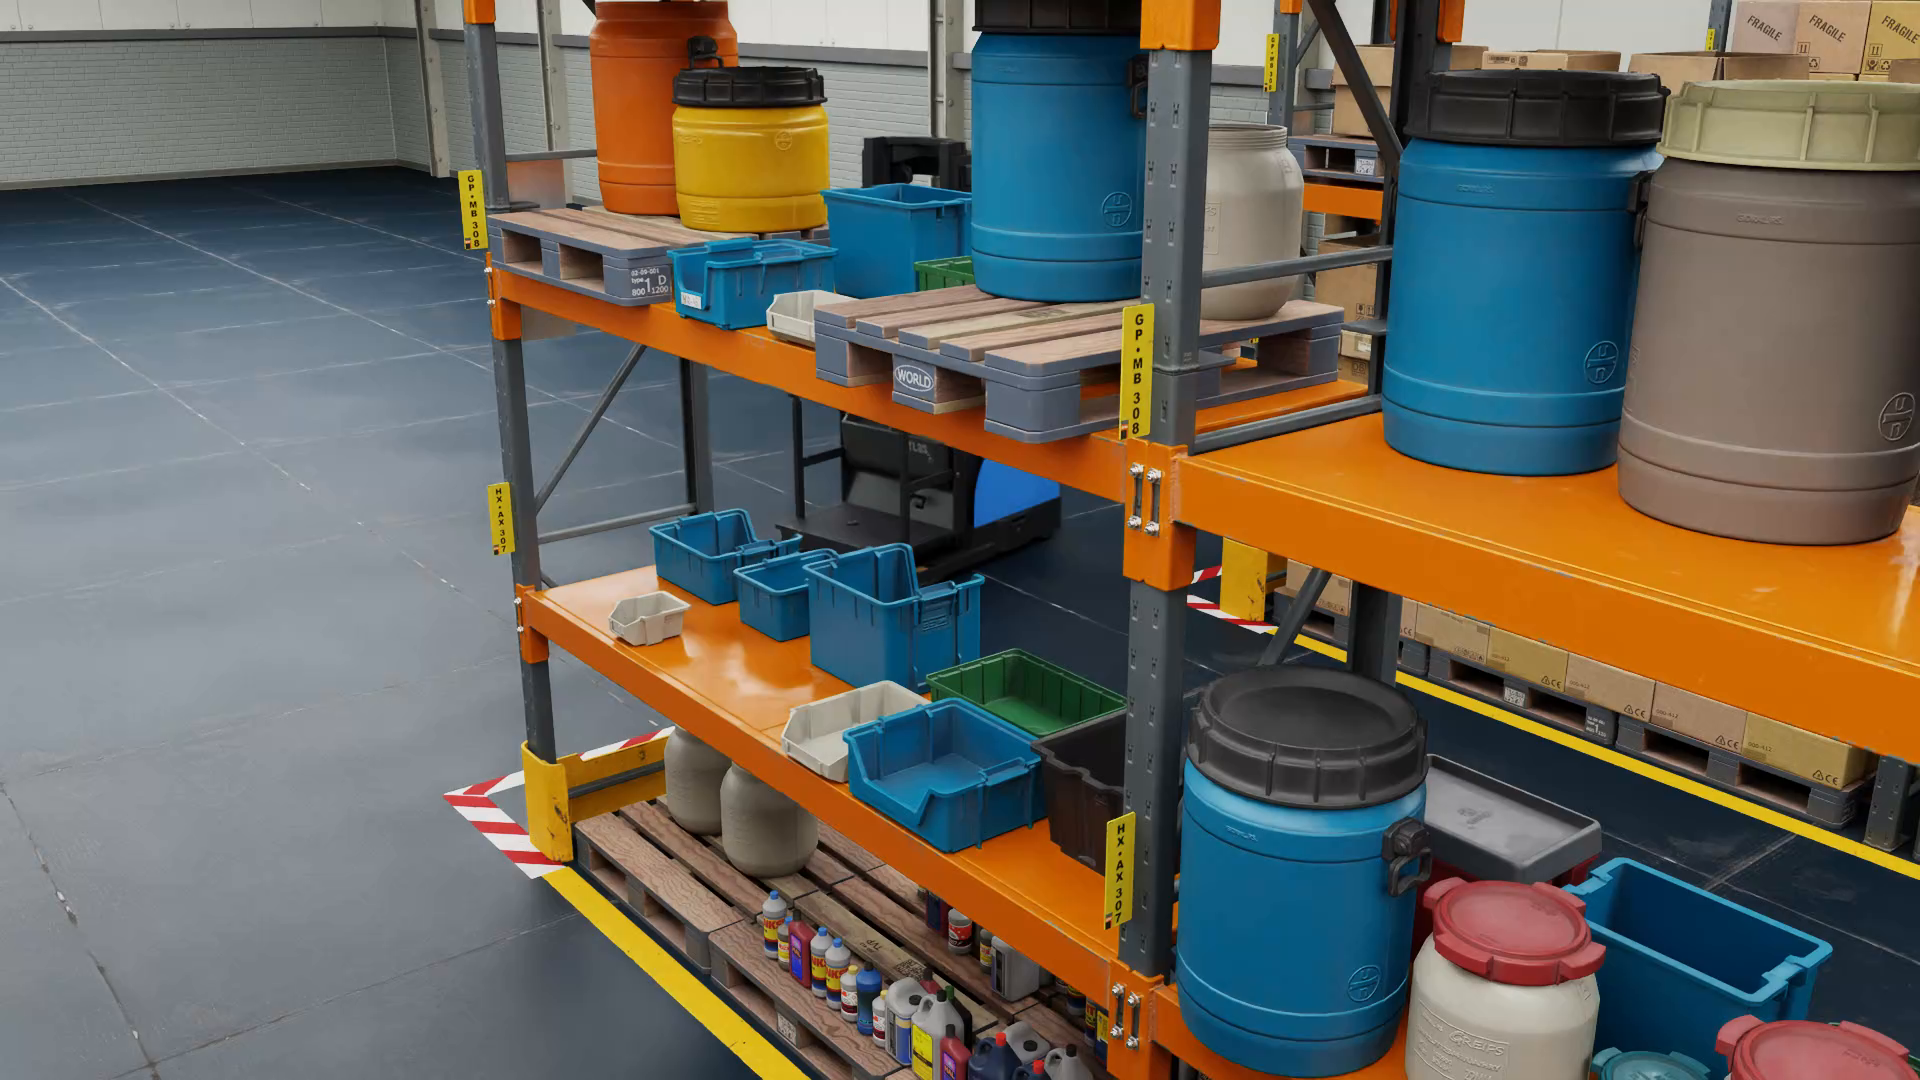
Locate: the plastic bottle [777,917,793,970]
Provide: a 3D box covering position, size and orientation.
[{"bbox_3d":[-0.671,1.583,6.560,0.097,0.201,0.097,0,18,0],"label":"plastic bottle"}]

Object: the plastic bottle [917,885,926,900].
[{"bbox_3d":[-0.133,1.417,7.062,0.097,0.201,0.097,0,18,0],"label":"plastic bottle"}]

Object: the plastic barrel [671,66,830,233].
[{"bbox_3d":[-0.810,-1.526,6.459,0.600,0.588,0.600,0,18,0],"label":"plastic barrel"}]

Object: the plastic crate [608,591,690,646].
[{"bbox_3d":[-1.314,0.339,6.985,0.298,0.136,0.250,-14,23,-36],"label":"plastic crate"}]

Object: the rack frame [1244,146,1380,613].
[{"bbox_3d":[2.268,-1.035,10.716,1.000,3.000,0.127,-14,23,-36],"label":"rack frame"}]

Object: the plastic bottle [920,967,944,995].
[{"bbox_3d":[-0.094,1.706,6.060,0.061,0.283,0.133,-14,23,-36],"label":"plastic bottle"}]

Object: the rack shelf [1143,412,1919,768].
[{"bbox_3d":[2.108,0.327,2.976,1.077,0.370,4.000,-14,23,-36],"label":"rack shelf"}]

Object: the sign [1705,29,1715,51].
[{"bbox_3d":[5.724,-3.736,12.710,0.100,0.325,0.005,-14,23,-36],"label":"sign"}]

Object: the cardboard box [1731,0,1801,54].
[{"bbox_3d":[6.198,-3.816,12.562,0.500,0.500,0.500,-16,24,-40],"label":"cardboard box"}]

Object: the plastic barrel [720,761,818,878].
[{"bbox_3d":[-0.837,1.183,7.307,0.421,0.512,0.421,0,18,0],"label":"plastic barrel"}]

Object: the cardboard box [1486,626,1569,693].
[{"bbox_3d":[3.357,0.616,9.435,0.500,0.250,0.500,-14,23,-36],"label":"cardboard box"}]

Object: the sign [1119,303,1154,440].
[{"bbox_3d":[0.428,-0.407,4.034,0.100,0.325,0.005,-14,23,-36],"label":"sign"}]

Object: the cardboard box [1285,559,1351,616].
[{"bbox_3d":[2.427,0.246,10.552,0.500,0.250,0.500,-14,23,-36],"label":"cardboard box"}]

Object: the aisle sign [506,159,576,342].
[{"bbox_3d":[-1.891,-1.264,7.272,0.394,0.787,0.004,-14,23,-36],"label":"aisle sign"}]

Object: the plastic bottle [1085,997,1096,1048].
[{"bbox_3d":[0.506,1.711,6.065,0.097,0.271,0.097,0,18,0],"label":"plastic bottle"}]

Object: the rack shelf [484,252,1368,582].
[{"bbox_3d":[-0.375,-0.659,5.953,1.077,0.370,4.000,-14,23,-36],"label":"rack shelf"}]

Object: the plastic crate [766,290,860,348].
[{"bbox_3d":[-0.447,-0.699,5.349,0.243,0.136,0.396,-14,23,-36],"label":"plastic crate"}]

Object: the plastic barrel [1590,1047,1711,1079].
[{"bbox_3d":[1.568,1.338,3.769,0.301,0.262,0.301,0,18,0],"label":"plastic barrel"}]

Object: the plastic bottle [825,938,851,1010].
[{"bbox_3d":[-0.461,1.634,6.297,0.097,0.271,0.097,0,18,0],"label":"plastic bottle"}]

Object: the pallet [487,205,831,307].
[{"bbox_3d":[-1.180,-1.181,6.684,1.003,0.211,1.213,-14,23,-36],"label":"pallet"}]

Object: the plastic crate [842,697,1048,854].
[{"bbox_3d":[-0.033,0.767,5.510,0.499,0.251,0.616,-14,23,-36],"label":"plastic crate"}]

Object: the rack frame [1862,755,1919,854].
[{"bbox_3d":[4.752,-0.049,7.740,1.000,3.000,0.127,-14,23,-36],"label":"rack frame"}]

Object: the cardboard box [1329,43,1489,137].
[{"bbox_3d":[2.622,-2.631,9.710,0.797,0.503,0.637,-12,22,-32],"label":"cardboard box"}]

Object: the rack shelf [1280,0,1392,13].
[{"bbox_3d":[3.510,-2.859,8.461,1.077,0.370,4.000,-14,23,-36],"label":"rack shelf"}]

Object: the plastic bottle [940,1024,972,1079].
[{"bbox_3d":[-0.012,1.815,5.730,0.061,0.283,0.133,-12,22,-33],"label":"plastic bottle"}]

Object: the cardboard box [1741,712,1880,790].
[{"bbox_3d":[4.293,0.985,8.322,0.500,0.250,0.500,-14,23,-36],"label":"cardboard box"}]

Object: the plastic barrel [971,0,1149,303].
[{"bbox_3d":[0.333,-1.211,5.010,0.600,0.901,0.708,-14,23,-36],"label":"plastic barrel"}]

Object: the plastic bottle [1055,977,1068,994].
[{"bbox_3d":[0.416,1.635,6.404,0.097,0.201,0.097,0,18,0],"label":"plastic bottle"}]

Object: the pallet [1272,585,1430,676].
[{"bbox_3d":[2.776,0.469,10.610,1.003,0.211,1.213,-14,23,-36],"label":"pallet"}]

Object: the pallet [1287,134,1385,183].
[{"bbox_3d":[2.687,-2.238,9.717,1.003,0.211,1.213,-14,23,-36],"label":"pallet"}]

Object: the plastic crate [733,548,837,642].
[{"bbox_3d":[-0.673,0.227,7.140,0.499,0.251,0.408,-14,23,-36],"label":"plastic crate"}]

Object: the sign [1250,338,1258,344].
[{"bbox_3d":[1.829,-1.377,10.245,0.100,0.325,0.005,-14,23,-36],"label":"sign"}]

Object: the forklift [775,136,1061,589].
[{"bbox_3d":[-0.576,-1.175,11.249,1.130,2.935,3.031,15,23,38],"label":"forklift"}]

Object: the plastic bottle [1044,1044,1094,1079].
[{"bbox_3d":[0.354,1.835,5.564,0.144,0.351,0.185,-14,23,-36],"label":"plastic bottle"}]

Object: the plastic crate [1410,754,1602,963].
[{"bbox_3d":[1.407,0.946,4.633,0.402,0.464,0.583,-14,23,-36],"label":"plastic crate"}]

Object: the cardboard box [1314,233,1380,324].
[{"bbox_3d":[2.581,-1.568,10.102,0.700,0.500,0.500,-14,23,-36],"label":"cardboard box"}]

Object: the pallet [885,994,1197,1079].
[{"bbox_3d":[0.482,2.067,5.786,1.003,0.211,1.213,-14,23,-36],"label":"pallet"}]

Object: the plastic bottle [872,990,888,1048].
[{"bbox_3d":[-0.271,1.742,6.081,0.097,0.201,0.097,0,18,0],"label":"plastic bottle"}]

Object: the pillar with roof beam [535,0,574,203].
[{"bbox_3d":[-11.014,-9.921,28.007,9.100,9.000,0.400,-14,23,-36],"label":"pillar with roof beam"}]

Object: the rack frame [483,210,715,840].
[{"bbox_3d":[-1.617,-0.069,7.800,1.000,3.000,0.127,-14,23,-36],"label":"rack frame"}]

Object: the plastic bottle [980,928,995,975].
[{"bbox_3d":[0.127,1.593,6.530,0.097,0.201,0.097,0,18,0],"label":"plastic bottle"}]
